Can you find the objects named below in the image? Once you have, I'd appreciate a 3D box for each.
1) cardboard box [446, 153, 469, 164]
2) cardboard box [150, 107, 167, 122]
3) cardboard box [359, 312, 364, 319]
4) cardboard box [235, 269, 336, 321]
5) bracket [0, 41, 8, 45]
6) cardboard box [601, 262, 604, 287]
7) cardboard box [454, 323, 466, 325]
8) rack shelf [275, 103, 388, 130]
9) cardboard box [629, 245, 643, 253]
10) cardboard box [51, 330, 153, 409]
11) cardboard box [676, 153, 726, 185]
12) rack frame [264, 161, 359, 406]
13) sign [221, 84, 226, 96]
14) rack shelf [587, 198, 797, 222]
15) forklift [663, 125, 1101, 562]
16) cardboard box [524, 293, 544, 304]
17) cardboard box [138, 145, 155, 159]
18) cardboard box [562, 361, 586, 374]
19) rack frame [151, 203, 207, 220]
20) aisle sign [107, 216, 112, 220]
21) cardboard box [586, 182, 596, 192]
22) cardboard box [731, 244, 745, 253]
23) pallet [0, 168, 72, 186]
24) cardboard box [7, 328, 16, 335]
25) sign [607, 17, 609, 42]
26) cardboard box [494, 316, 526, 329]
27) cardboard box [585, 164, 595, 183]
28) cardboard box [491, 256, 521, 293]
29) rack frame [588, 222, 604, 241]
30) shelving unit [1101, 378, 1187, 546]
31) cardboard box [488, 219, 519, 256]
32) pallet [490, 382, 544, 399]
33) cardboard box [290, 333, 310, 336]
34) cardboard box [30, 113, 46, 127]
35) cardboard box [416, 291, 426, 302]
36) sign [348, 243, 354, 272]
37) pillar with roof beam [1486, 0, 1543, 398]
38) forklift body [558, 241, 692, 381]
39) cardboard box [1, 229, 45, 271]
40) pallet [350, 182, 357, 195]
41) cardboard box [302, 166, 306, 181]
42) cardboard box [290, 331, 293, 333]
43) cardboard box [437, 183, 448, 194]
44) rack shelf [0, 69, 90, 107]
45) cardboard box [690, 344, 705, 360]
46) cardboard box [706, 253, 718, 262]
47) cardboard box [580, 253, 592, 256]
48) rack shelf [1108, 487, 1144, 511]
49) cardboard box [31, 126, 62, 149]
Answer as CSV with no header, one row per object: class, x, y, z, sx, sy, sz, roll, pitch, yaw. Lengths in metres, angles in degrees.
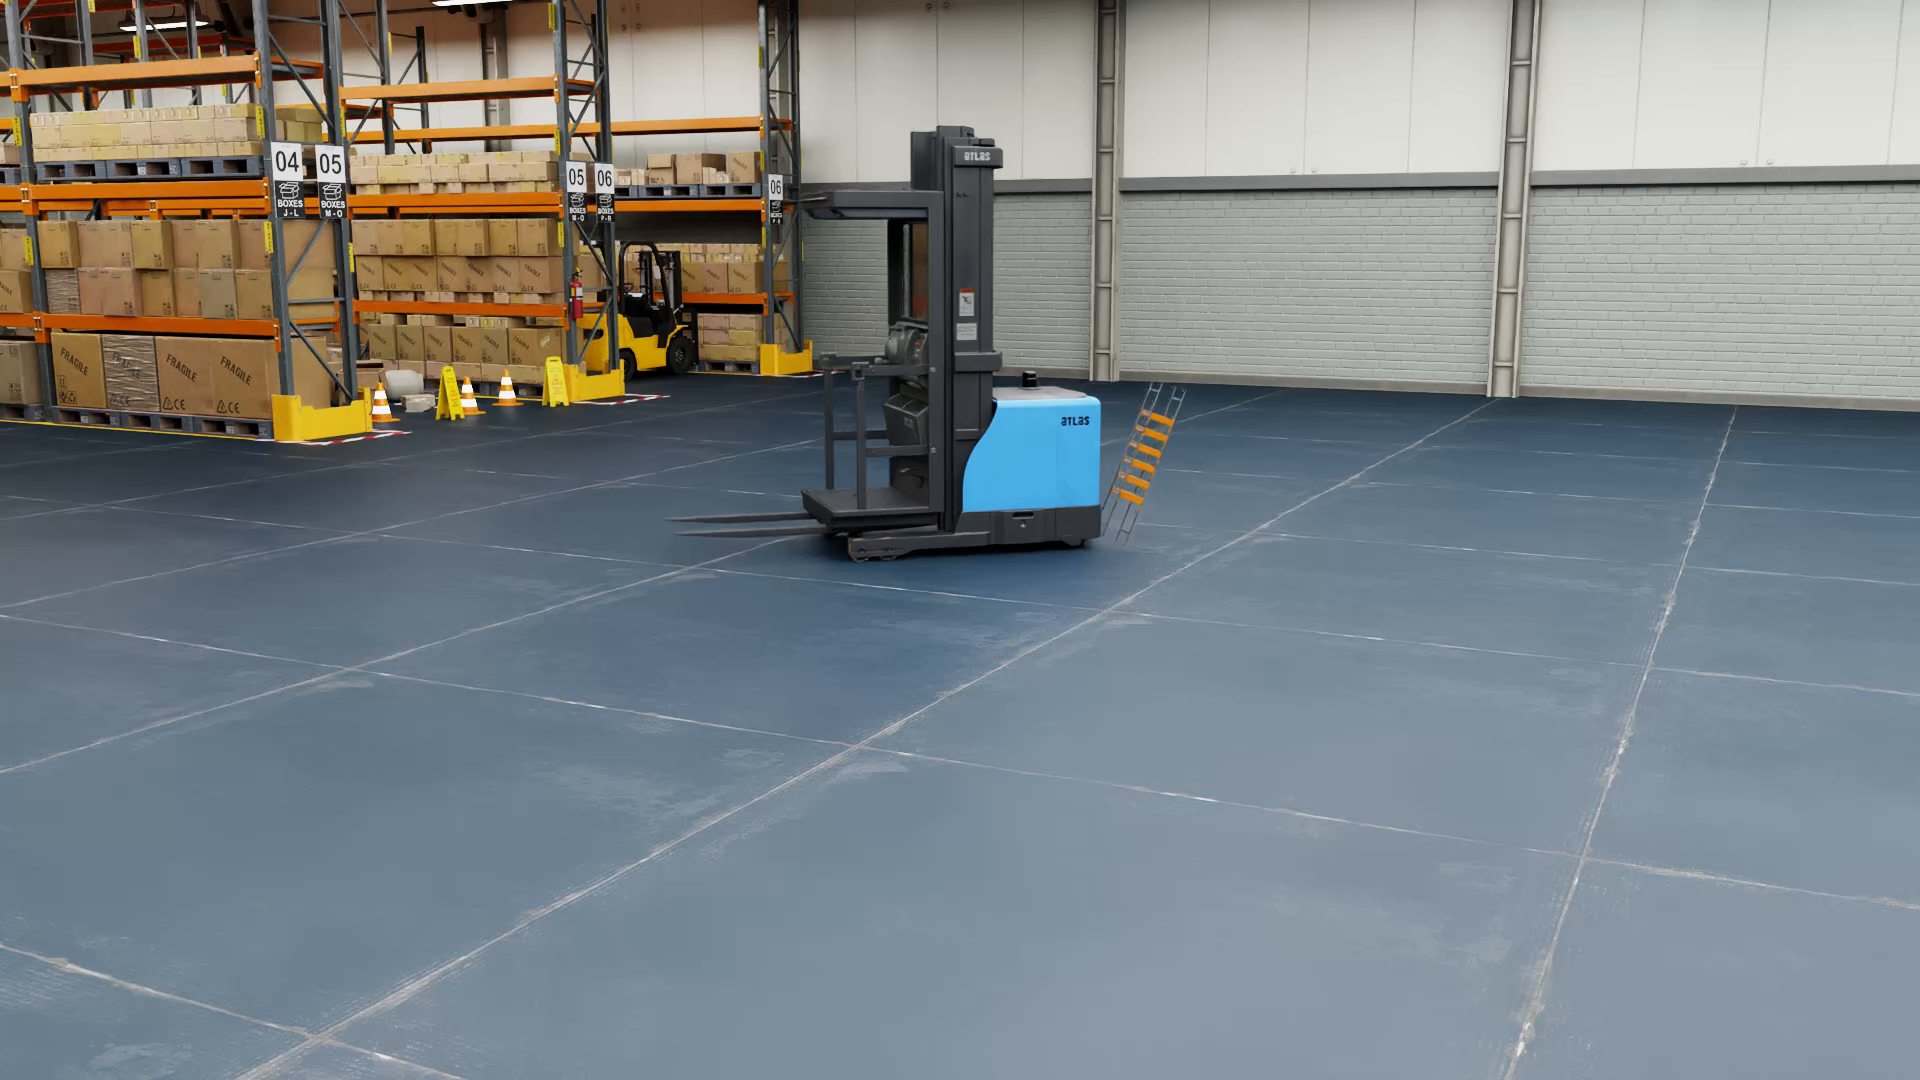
cardboard box,-6.907,-5.295,23.107,0.250,0.149,0.380,5,12,27
cardboard box,-8.775,-4.730,18.525,0.250,0.149,0.380,5,11,25
cardboard box,-11.095,-4.217,31.127,0.250,0.149,0.380,5,11,24
cardboard box,-7.536,-2.752,18.594,0.550,0.550,0.875,5,11,26
bracket,-22.293,-10.785,36.445,5.218,0.066,0.076,5,11,26
cardboard box,-6.195,-4.536,28.589,0.500,0.500,0.500,5,11,24
cardboard box,-7.106,-2.909,24.319,0.500,0.500,0.500,6,12,29
rack shelf,-10.464,-6.329,25.076,4.000,0.370,1.077,5,11,26
cardboard box,-5.385,-4.928,28.099,0.250,0.149,0.380,5,11,25
cardboard box,-10.237,-2.072,20.044,0.875,0.875,0.875,5,11,27
cardboard box,-4.269,-6.122,27.470,0.500,0.500,0.700,5,11,26
rack frame,-7.183,-2.657,18.486,0.127,3.000,1.000,5,11,26
sign,-13.908,-8.559,31.409,0.005,0.325,0.100,5,11,26
rack shelf,-4.684,-5.528,27.948,4.000,0.370,1.077,5,11,26
forklift,-0.564,-1.395,11.709,3.031,2.935,1.130,-3,11,-17
cardboard box,-5.789,-3.329,22.907,0.250,0.149,0.380,5,11,25
cardboard box,-8.998,-4.357,18.705,0.250,0.149,0.380,5,11,27
cardboard box,-5.684,-2.416,23.701,0.500,0.250,0.500,5,11,25
rack frame,-12.257,-4.086,26.381,0.127,3.000,1.000,5,11,26
aisle sign,-17.430,-6.747,33.785,0.004,0.787,0.394,5,11,26
cardboard box,-5.237,-4.886,23.084,0.250,0.149,0.380,5,11,26
cardboard box,-3.540,-4.772,27.237,0.250,0.149,0.380,5,11,26
pallet,-11.614,-4.418,20.333,1.217,0.209,0.805,5,11,24
cardboard box,-16.360,-3.413,28.682,0.875,0.438,0.875,5,11,25
sign,-4.843,-6.992,22.752,0.005,0.325,0.100,5,11,26
cardboard box,-6.276,-3.037,23.200,0.250,0.149,0.380,5,12,27
cardboard box,-5.416,-5.086,23.072,0.500,0.250,0.500,5,11,25
cardboard box,-6.139,-3.690,23.078,0.500,0.500,0.500,5,11,26
rack frame,-6.477,-4.563,29.022,0.127,3.000,1.000,5,11,26
shelving unit,1.299,-0.568,12.032,0.189,1.200,0.258,19,6,-14
cardboard box,-6.088,-4.189,23.031,0.500,0.500,0.700,5,11,26
pallet,-5.864,-2.159,23.565,1.213,0.211,1.003,5,11,26
cardboard box,-9.431,-2.626,23.211,0.500,0.500,0.500,5,11,26
cardboard box,-10.594,-4.889,19.407,0.250,0.149,0.380,5,11,26
cardboard box,-7.569,-3.502,23.862,0.250,0.149,0.380,5,11,26
sign,-6.932,-3.210,18.889,0.005,0.325,0.100,5,11,26
pillar with roof beam,5.741,-5.766,18.821,0.400,9.000,9.100,5,11,26
forklift body,-5.398,-3.689,26.571,1.214,2.155,2.313,5,11,26
cardboard box,-11.218,-3.551,20.341,0.500,0.500,0.700,5,11,25
pallet,-9.177,-5.220,24.752,1.003,0.211,1.213,5,11,26
cardboard box,-9.710,-5.443,24.700,0.500,0.250,0.500,5,11,27
cardboard box,-12.836,-4.056,32.058,0.500,0.500,0.500,5,11,25
cardboard box,-7.114,-4.937,23.370,0.250,0.149,0.380,5,11,26
rack shelf,-12.563,-5.531,20.664,4.000,0.370,1.077,5,11,26
cardboard box,-4.338,-3.170,27.864,0.500,0.250,0.500,5,11,26
cardboard box,-3.990,-4.666,27.487,0.250,0.149,0.380,5,11,25
cardboard box,-6.308,-4.865,28.584,0.250,0.149,0.380,5,11,25
rack shelf,1.198,-0.304,12.059,0.180,0.103,0.258,19,6,-14
cardboard box,-10.455,-4.693,19.441,0.500,0.250,0.500,5,11,26
